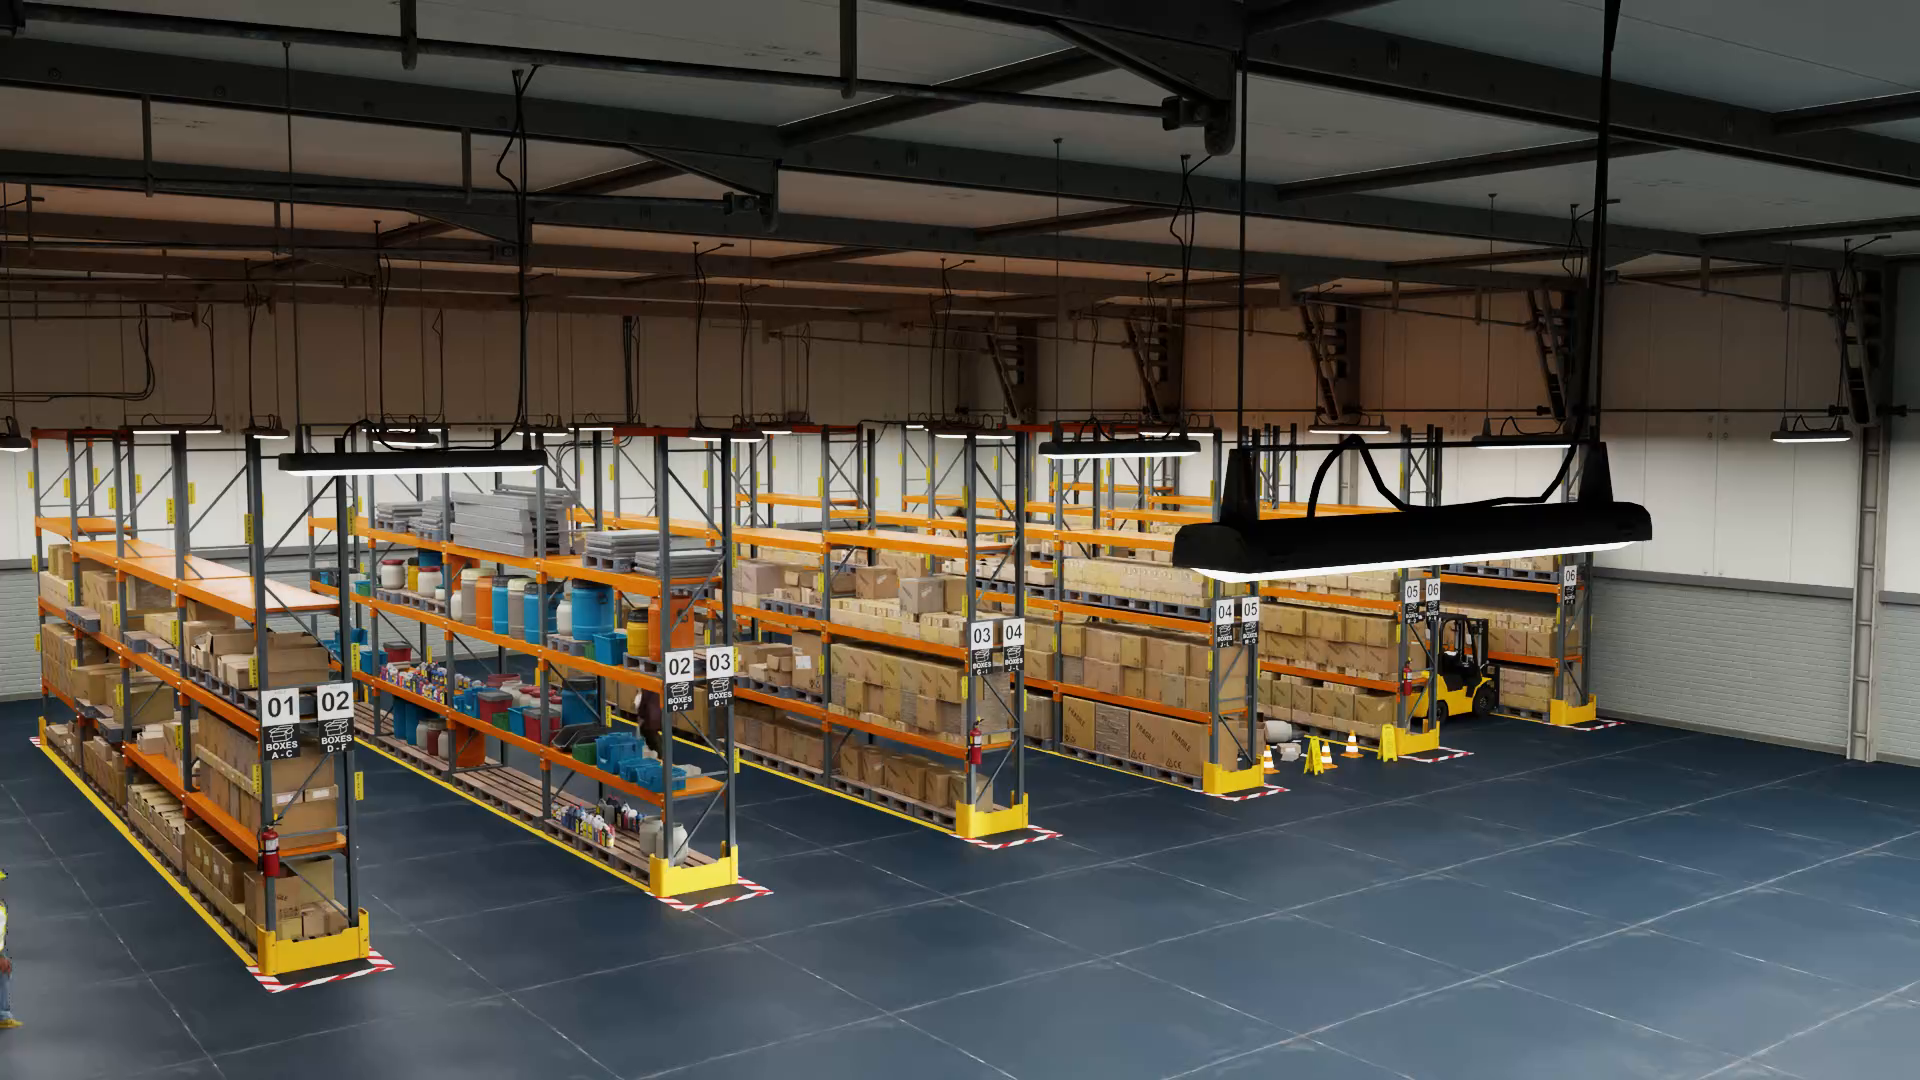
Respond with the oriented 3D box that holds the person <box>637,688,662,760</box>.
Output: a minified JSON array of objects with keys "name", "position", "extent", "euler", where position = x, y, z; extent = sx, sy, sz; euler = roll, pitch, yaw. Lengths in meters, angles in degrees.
[{"name":"person","position":[-5.475,3.129,29.589],"extent":[0.539,1.819,0.572],"euler":[0,4,-2]}]

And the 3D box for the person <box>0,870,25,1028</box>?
[{"name":"person","position":[-9.777,4.159,16.735],"extent":[0.508,1.808,0.689],"euler":[-2,5,-21]}]

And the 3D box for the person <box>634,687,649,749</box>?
[{"name":"person","position":[-5.807,3.089,30.753],"extent":[0.402,1.669,0.527],"euler":[-2,5,-23]}]
